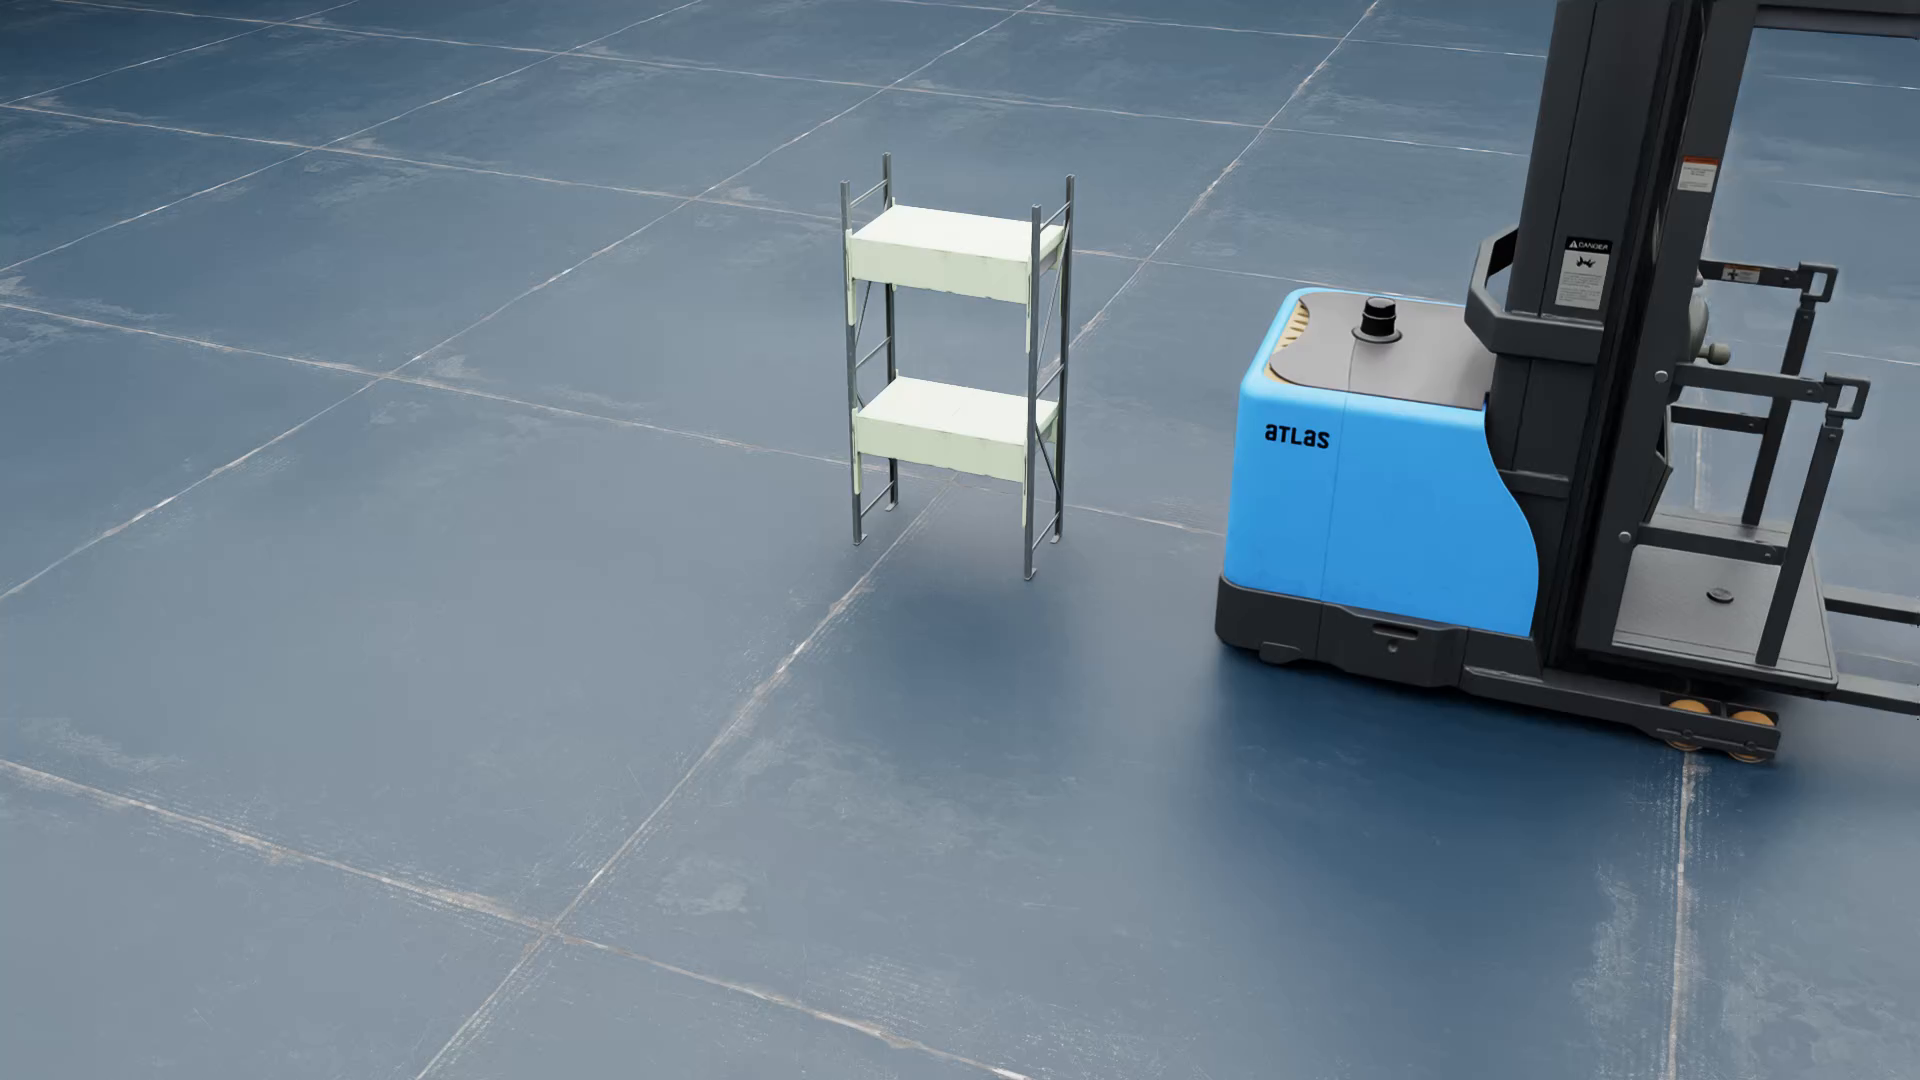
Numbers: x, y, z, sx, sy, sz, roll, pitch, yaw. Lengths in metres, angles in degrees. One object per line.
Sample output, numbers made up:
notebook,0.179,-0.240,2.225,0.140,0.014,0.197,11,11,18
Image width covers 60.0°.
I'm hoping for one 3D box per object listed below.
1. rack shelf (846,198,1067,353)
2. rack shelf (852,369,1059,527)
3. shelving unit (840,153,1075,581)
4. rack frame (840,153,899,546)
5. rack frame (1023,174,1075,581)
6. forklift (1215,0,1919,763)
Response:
rack shelf,-0.006,-0.994,6.191,0.720,0.370,0.431,11,31,19
rack shelf,-0.006,-0.370,6.544,0.720,0.370,0.431,11,31,19
shelving unit,-0.006,-0.654,6.383,0.755,1.500,0.431,11,31,19
rack frame,-0.345,-0.722,6.503,0.023,1.500,0.400,11,31,19
rack frame,0.333,-0.586,6.263,0.023,1.500,0.400,11,31,19
forklift,2.495,-0.841,5.259,3.031,2.935,1.130,10,31,17
